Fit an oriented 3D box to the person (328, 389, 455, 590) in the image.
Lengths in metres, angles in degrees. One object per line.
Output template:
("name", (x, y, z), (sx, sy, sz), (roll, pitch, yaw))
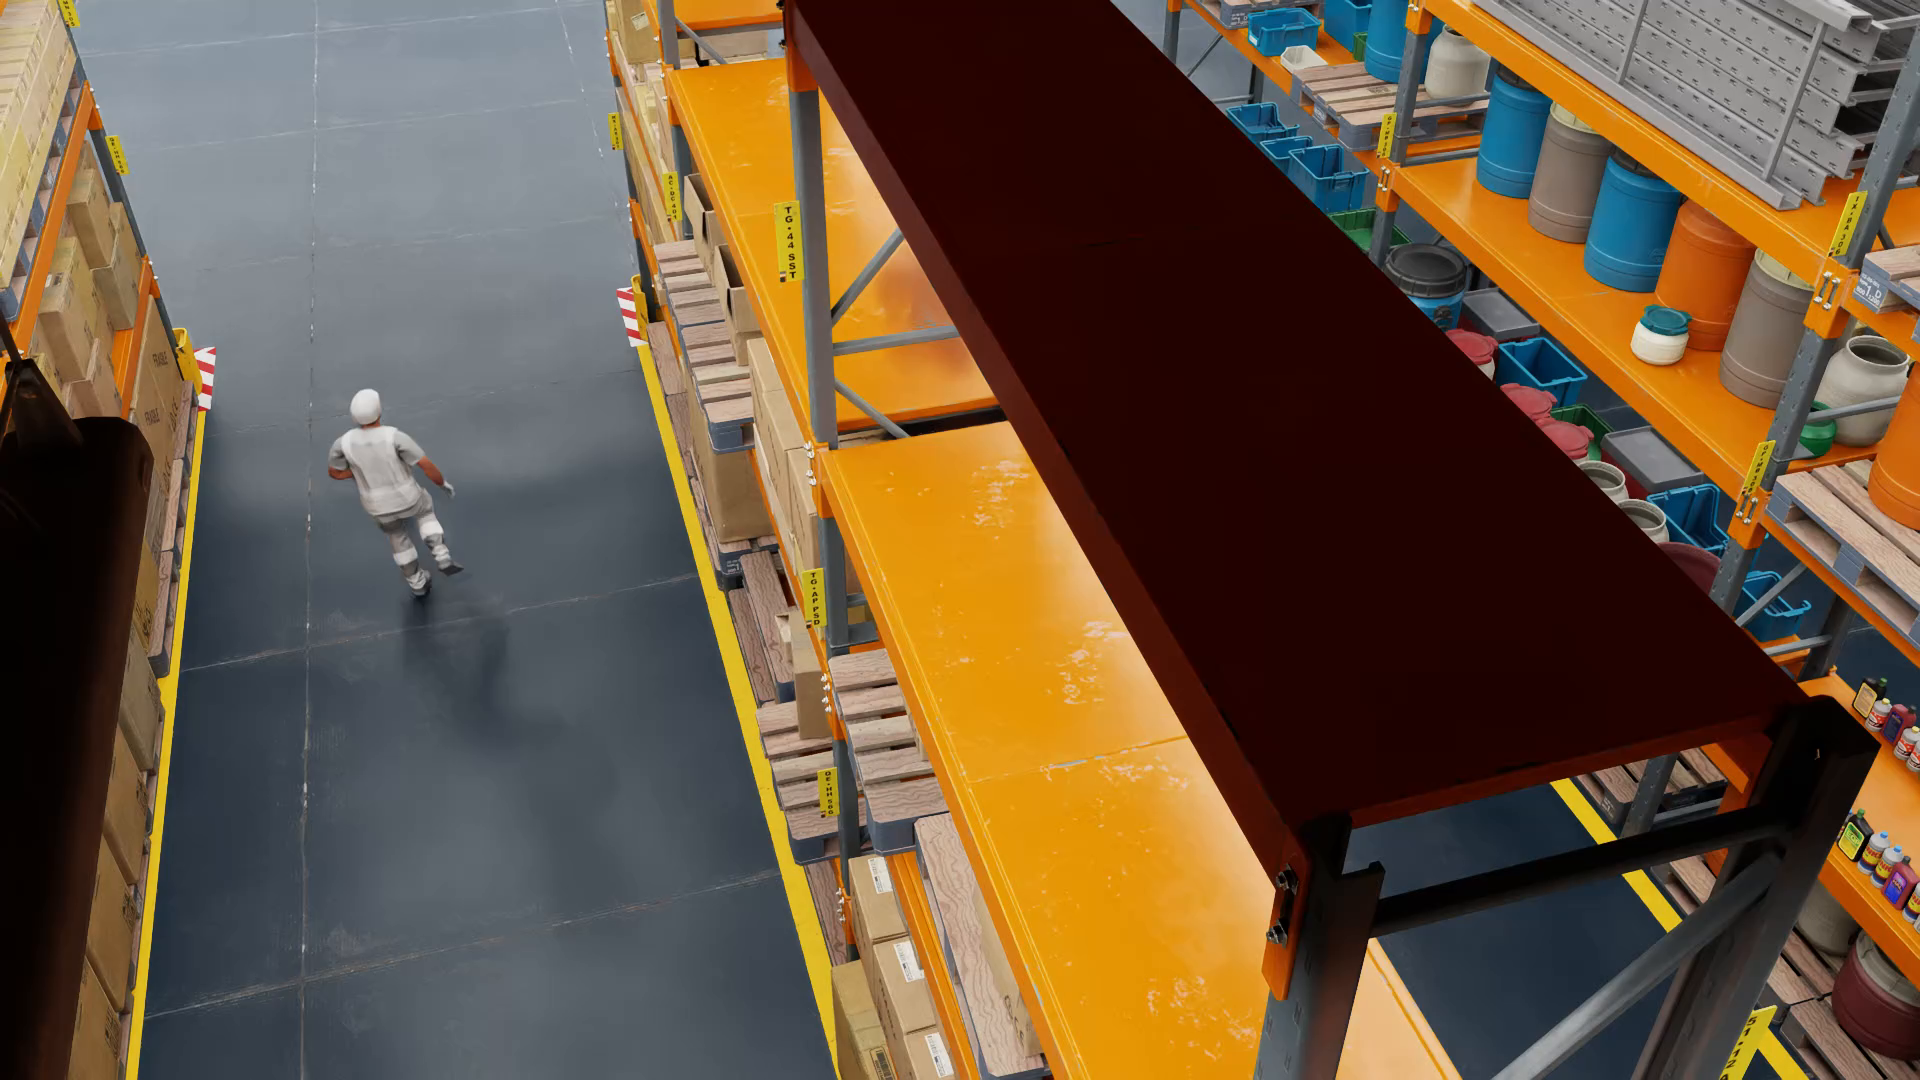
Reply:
("person", (-3.414, -2.299, 14.301), (4.093, 1.666, 6.001), (-13, 40, -16))
